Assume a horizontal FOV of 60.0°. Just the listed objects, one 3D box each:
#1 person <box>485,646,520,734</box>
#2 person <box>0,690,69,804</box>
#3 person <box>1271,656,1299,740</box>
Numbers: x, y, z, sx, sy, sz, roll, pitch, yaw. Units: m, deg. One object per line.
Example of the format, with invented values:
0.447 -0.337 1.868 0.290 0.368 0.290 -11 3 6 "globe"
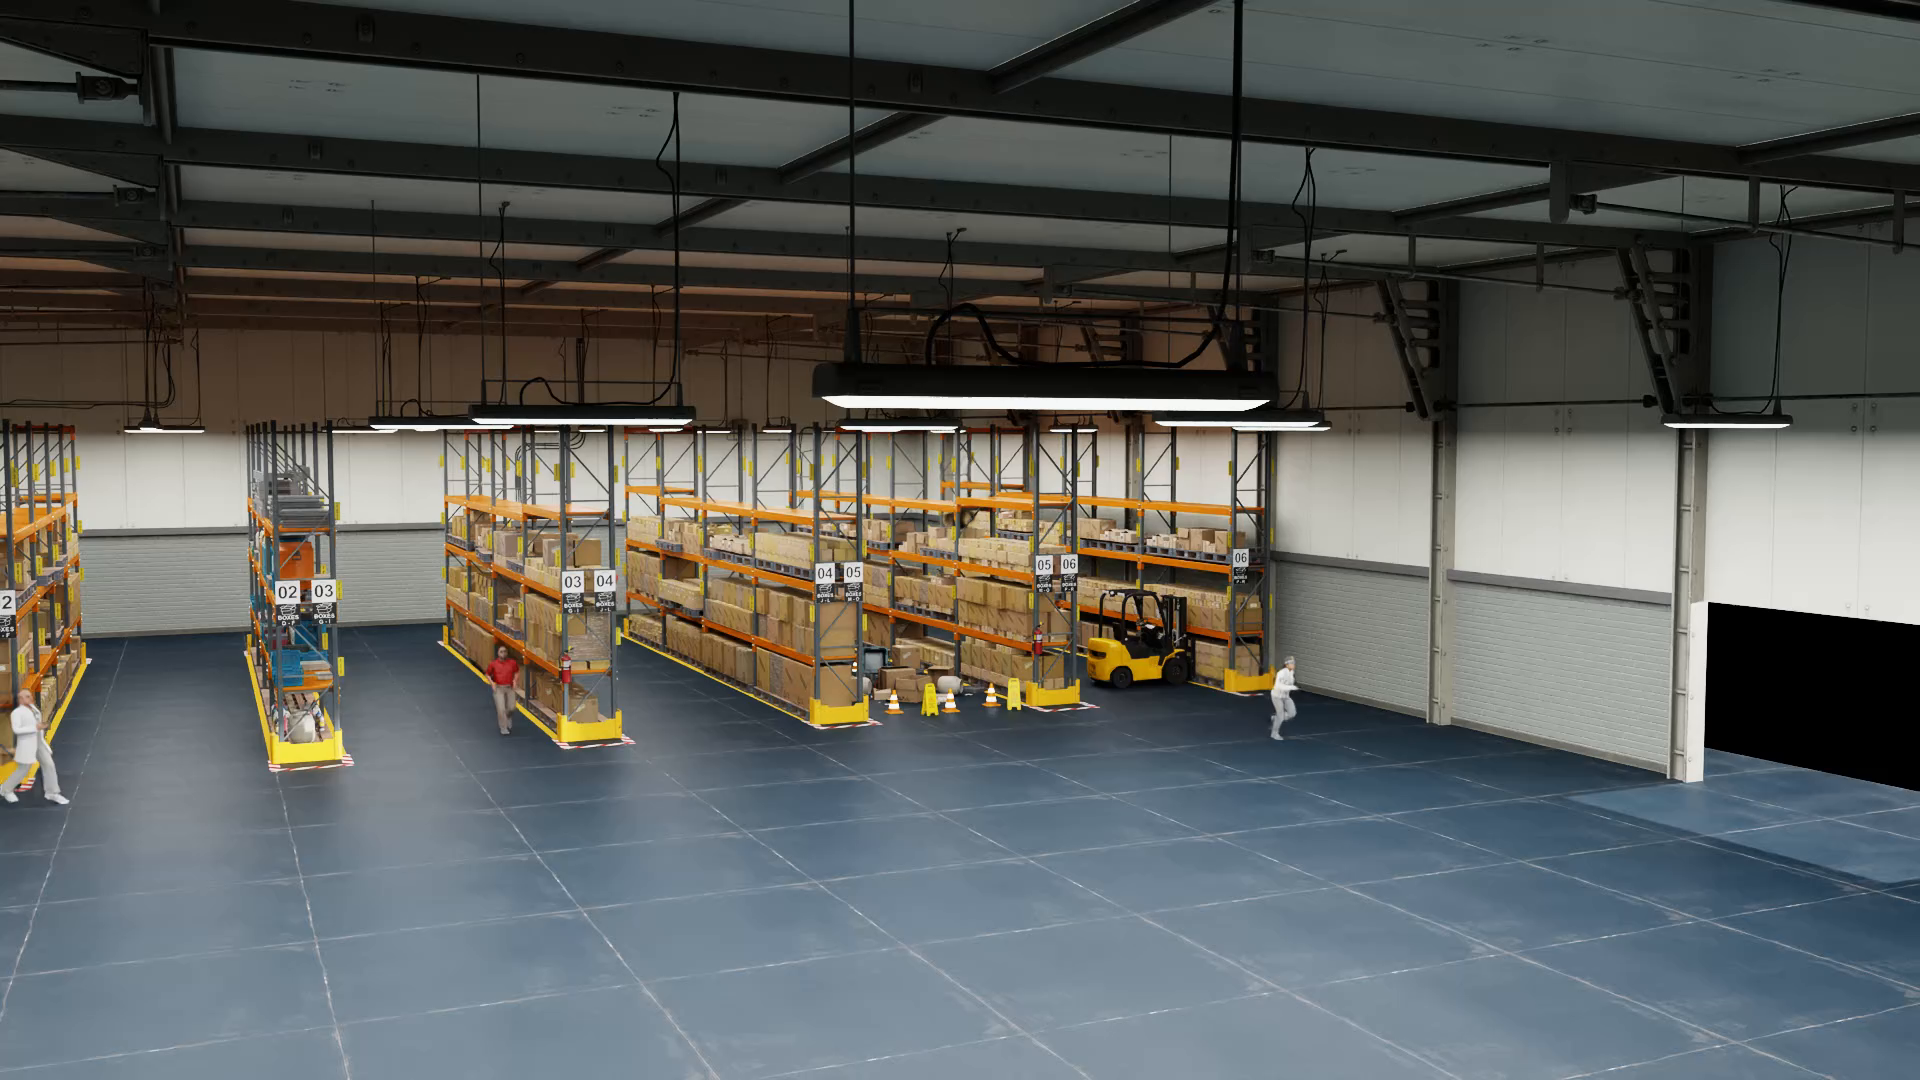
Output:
-8.778 2.885 31.972 0.648 1.673 0.575 -2 4 -23 "person"
-14.426 3.214 25.849 1.052 1.787 0.730 1 4 10 "person"
6.118 2.971 31.263 0.597 1.628 0.660 -3 5 -43 "person"
